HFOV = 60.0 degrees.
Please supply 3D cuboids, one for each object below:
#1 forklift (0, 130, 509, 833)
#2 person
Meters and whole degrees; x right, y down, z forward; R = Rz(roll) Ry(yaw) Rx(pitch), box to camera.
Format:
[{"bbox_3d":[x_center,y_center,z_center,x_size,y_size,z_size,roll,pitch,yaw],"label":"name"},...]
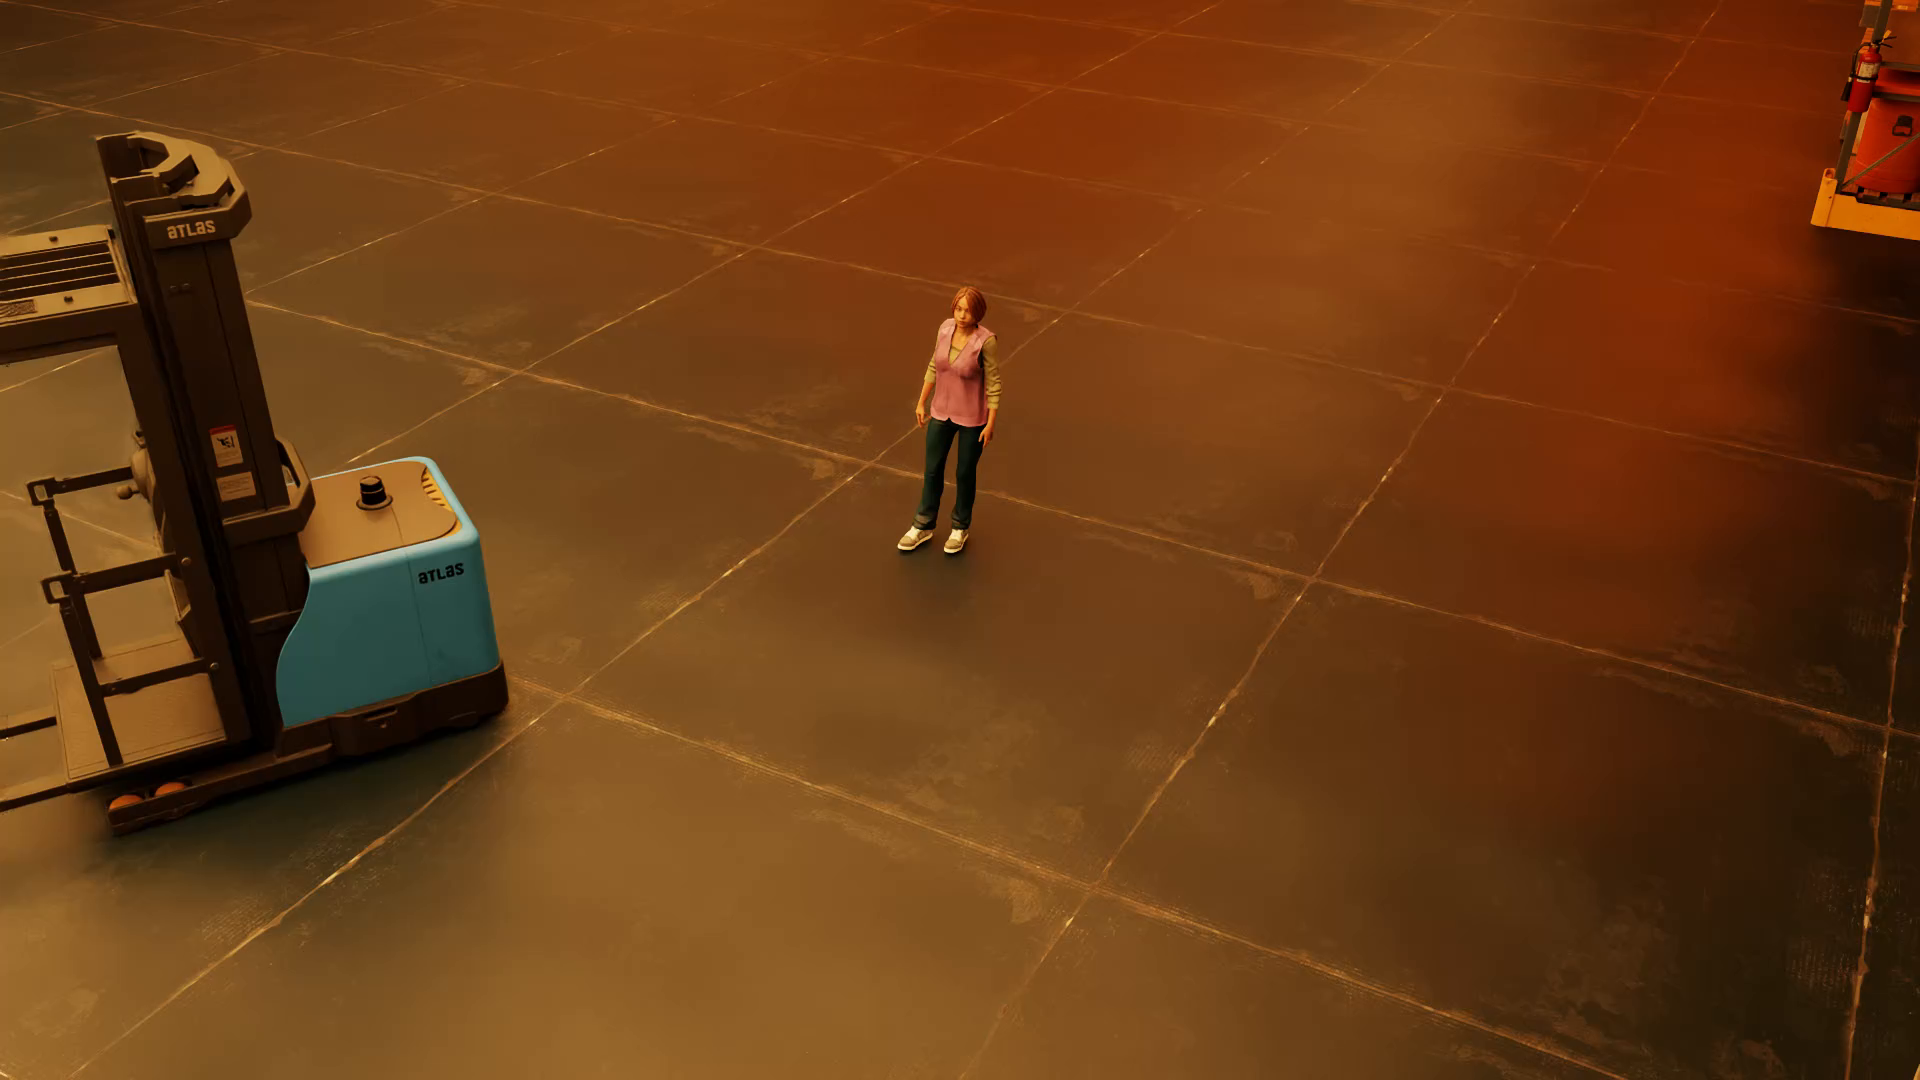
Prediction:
[{"bbox_3d":[-3.830,-0.226,7.463,3.031,2.935,1.130,-16,33,-25],"label":"forklift"},{"bbox_3d":[-0.049,-0.669,9.549,0.520,1.599,0.473,15,33,25],"label":"person"}]
